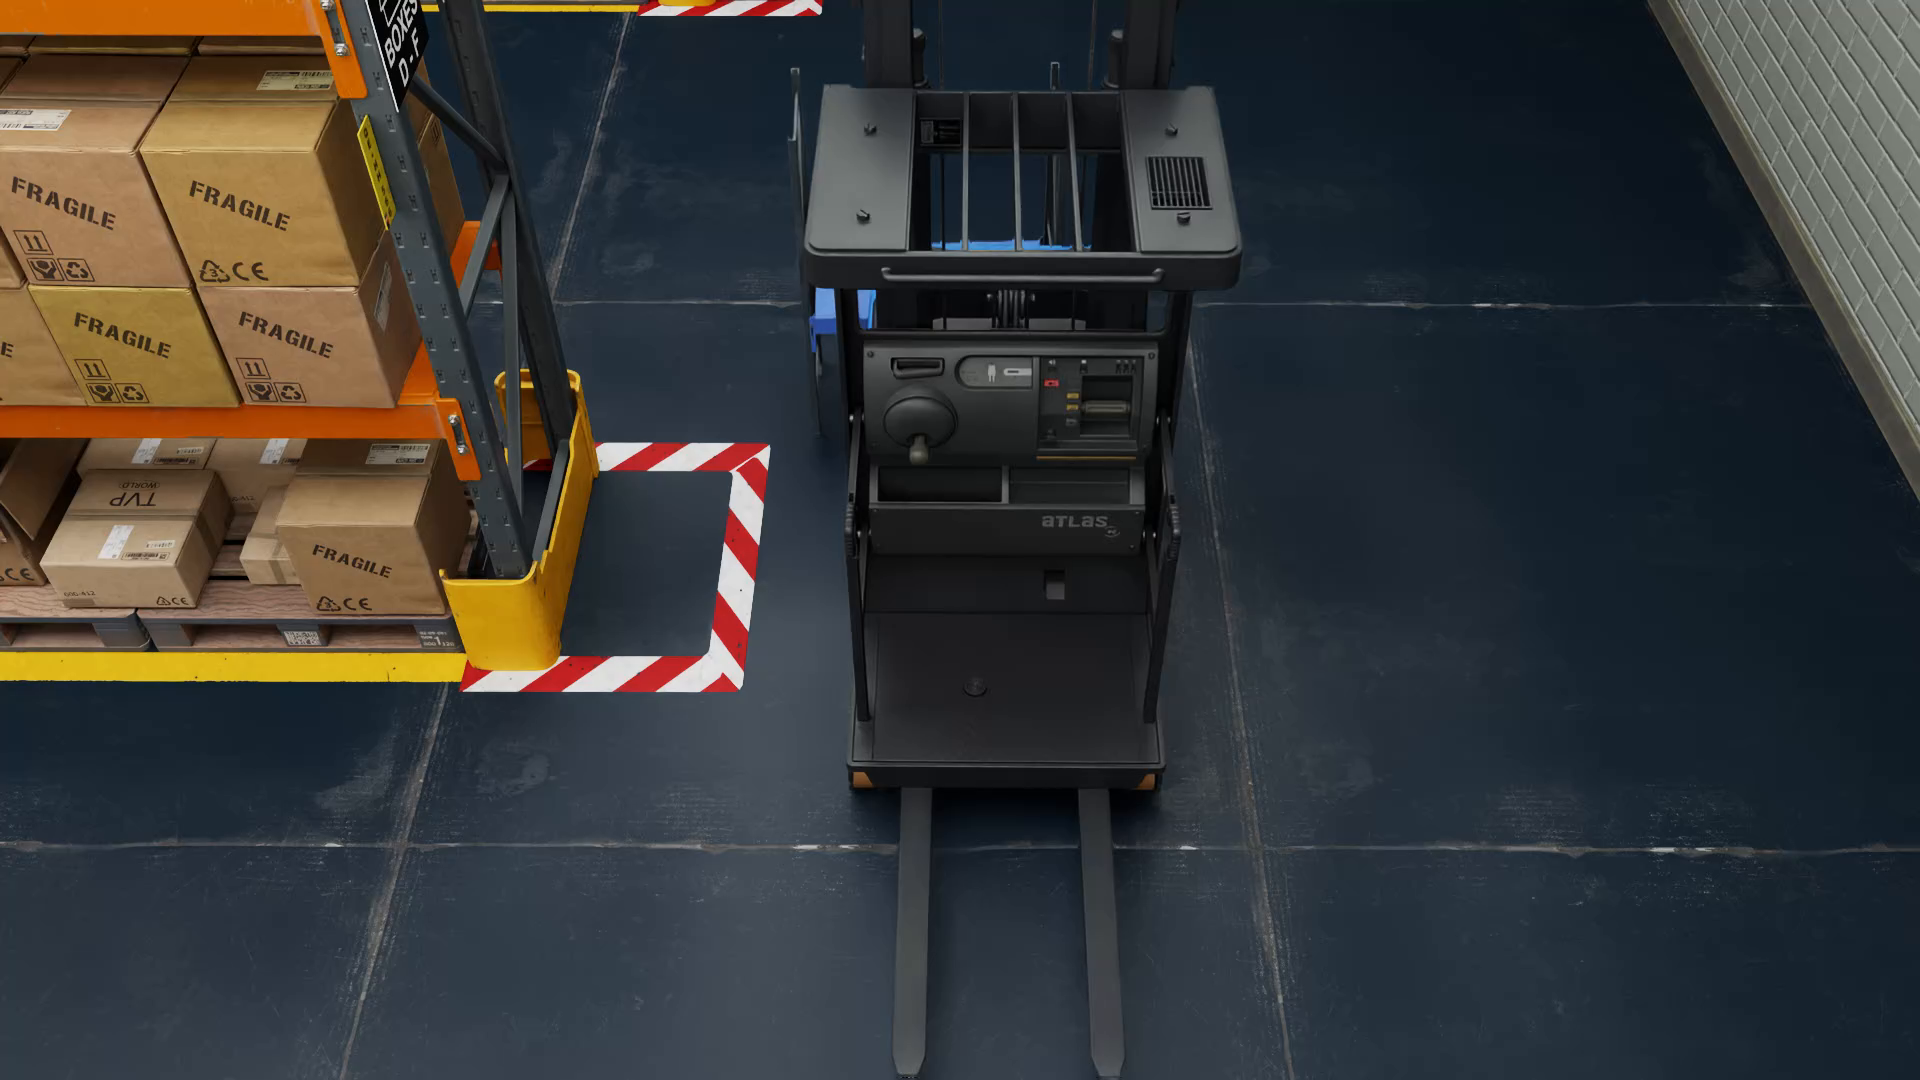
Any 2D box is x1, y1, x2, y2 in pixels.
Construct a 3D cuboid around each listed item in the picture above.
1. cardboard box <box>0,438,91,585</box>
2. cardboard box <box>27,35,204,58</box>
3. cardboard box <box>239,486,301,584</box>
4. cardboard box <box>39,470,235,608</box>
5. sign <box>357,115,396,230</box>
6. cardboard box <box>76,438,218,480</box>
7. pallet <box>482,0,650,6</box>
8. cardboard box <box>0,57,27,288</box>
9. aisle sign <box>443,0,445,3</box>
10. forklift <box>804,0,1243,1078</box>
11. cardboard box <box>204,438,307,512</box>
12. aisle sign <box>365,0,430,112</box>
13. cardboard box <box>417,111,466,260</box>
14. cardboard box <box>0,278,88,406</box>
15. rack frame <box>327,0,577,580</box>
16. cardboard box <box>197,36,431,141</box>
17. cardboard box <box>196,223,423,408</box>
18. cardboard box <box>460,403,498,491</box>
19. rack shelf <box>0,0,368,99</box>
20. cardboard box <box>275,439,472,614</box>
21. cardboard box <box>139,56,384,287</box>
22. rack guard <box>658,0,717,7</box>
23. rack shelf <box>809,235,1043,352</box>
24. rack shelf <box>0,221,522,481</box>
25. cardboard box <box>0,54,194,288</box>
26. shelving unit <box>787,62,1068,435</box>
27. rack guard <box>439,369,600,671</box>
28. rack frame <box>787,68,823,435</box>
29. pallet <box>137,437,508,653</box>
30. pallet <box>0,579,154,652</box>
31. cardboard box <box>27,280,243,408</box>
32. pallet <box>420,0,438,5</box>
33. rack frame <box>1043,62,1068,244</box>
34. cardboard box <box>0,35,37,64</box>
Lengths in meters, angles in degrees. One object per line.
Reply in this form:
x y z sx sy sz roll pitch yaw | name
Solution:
-3.763 -0.259 6.427 0.637 0.503 0.797 0 47 0 | cardboard box
-2.607 -1.515 5.440 0.500 0.500 0.500 1 47 1 | cardboard box
-2.591 -0.023 6.438 0.250 0.166 0.380 0 47 0 | cardboard box
-3.136 -0.009 6.368 0.500 0.250 0.500 0 47 0 | cardboard box
-1.664 -1.046 4.748 0.005 0.325 0.100 0 47 0 | sign
-3.184 -0.375 6.708 0.500 0.250 0.500 0 47 0 | cardboard box
-2.427 -3.571 10.010 1.213 0.211 1.003 0 47 0 | pallet
-3.111 -1.123 5.076 0.500 0.500 0.500 1 47 1 | cardboard box
-1.572 -2.051 4.914 0.004 0.787 0.394 0 47 0 | aisle sign
0.160 -0.336 5.141 1.130 2.935 3.031 0 47 0 | forklift
-2.684 -0.374 6.707 0.500 0.250 0.500 0 47 0 | cardboard box
-1.574 -1.611 4.505 0.004 0.787 0.394 0 47 0 | aisle sign
-2.084 -1.178 5.810 0.500 0.500 0.500 1 47 1 | cardboard box
-3.108 -0.790 5.449 0.500 0.500 0.500 0 47 0 | cardboard box
-1.641 -0.950 5.666 0.127 3.000 1.000 0 47 0 | rack frame
-2.084 -1.519 5.444 0.500 0.500 0.500 1 47 1 | cardboard box
-2.090 -0.786 5.445 0.500 0.500 0.500 1 47 1 | cardboard box
-2.059 -0.381 6.784 0.250 0.149 0.380 0 47 0 | cardboard box
-3.641 -1.732 4.836 4.000 0.370 1.077 0 47 0 | rack shelf
-2.186 -0.069 6.253 0.500 0.500 0.500 0 47 0 | cardboard box
-2.088 -1.125 5.077 0.500 0.500 0.500 0 47 0 | cardboard box
-1.603 -3.724 9.956 0.348 0.500 1.175 0 47 0 | rack guard
-0.126 -1.044 7.024 1.000 0.185 0.538 -2 47 -2 | rack shelf
-3.641 -0.710 5.934 4.000 0.370 1.077 0 47 0 | rack shelf
-2.593 -1.125 5.078 0.500 0.500 0.500 1 47 1 | cardboard box
-0.126 -1.167 6.892 1.048 1.500 0.538 -2 47 -2 | shelving unit
-1.717 -0.099 6.581 0.348 0.500 1.175 0 47 0 | rack guard
-0.634 -1.152 6.878 0.032 1.500 0.500 -2 47 -2 | rack frame
-2.515 -0.002 6.688 1.213 0.211 1.003 0 47 0 | pallet
-3.732 -0.007 6.693 1.213 0.211 1.003 0 47 0 | pallet
-2.609 -0.785 5.444 0.500 0.500 0.500 1 47 0 | cardboard box
-3.643 -3.576 10.015 1.213 0.211 1.003 0 47 0 | pallet
0.382 -1.182 6.906 0.032 1.500 0.500 -2 47 -2 | rack frame
-3.107 -1.520 5.445 0.500 0.500 0.500 1 47 1 | cardboard box
